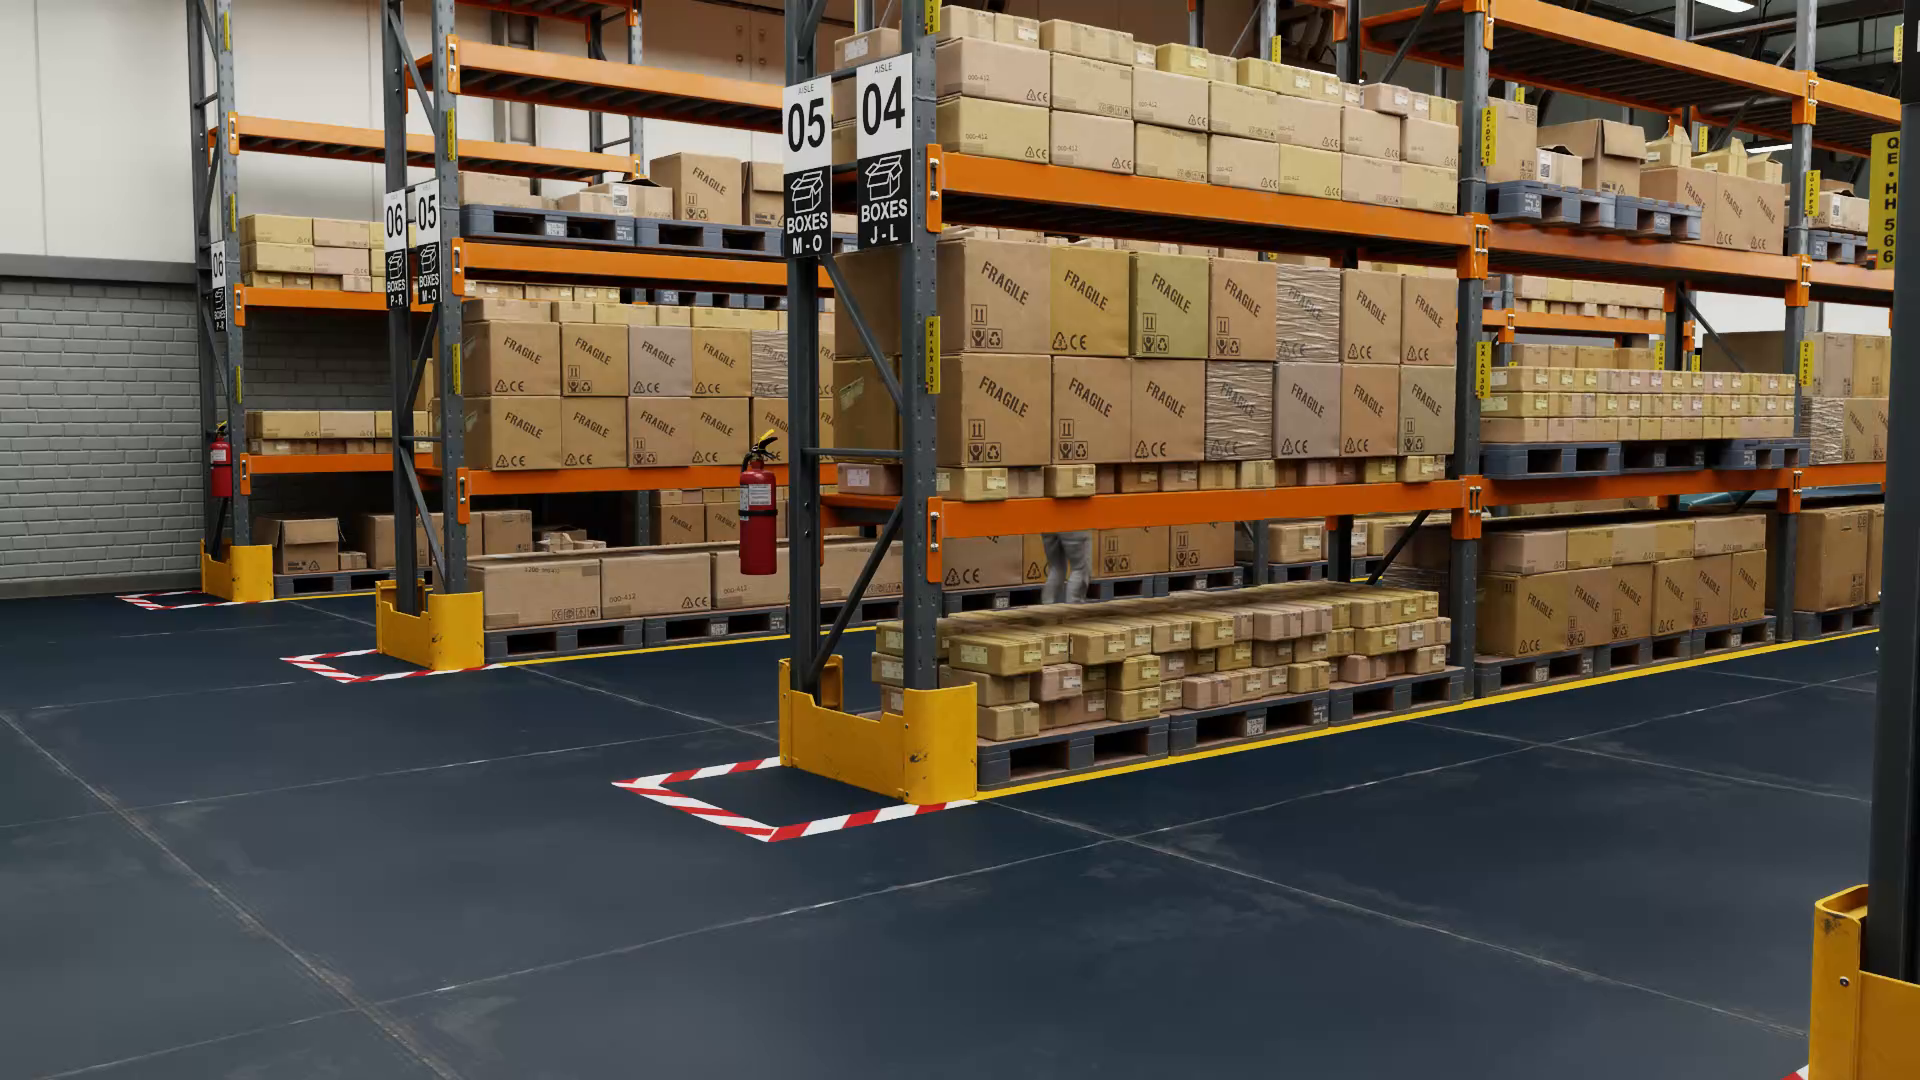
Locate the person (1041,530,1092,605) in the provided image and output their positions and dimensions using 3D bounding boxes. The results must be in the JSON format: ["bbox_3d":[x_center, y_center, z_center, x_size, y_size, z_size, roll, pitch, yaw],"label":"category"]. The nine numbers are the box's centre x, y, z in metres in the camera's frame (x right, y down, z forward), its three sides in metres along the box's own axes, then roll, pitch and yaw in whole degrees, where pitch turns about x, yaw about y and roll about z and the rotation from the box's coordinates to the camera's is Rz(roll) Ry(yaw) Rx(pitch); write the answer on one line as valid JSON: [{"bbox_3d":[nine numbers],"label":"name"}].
[{"bbox_3d":[0.871,-0.117,12.865,0.539,1.655,0.452,-4,6,-39],"label":"person"}]
